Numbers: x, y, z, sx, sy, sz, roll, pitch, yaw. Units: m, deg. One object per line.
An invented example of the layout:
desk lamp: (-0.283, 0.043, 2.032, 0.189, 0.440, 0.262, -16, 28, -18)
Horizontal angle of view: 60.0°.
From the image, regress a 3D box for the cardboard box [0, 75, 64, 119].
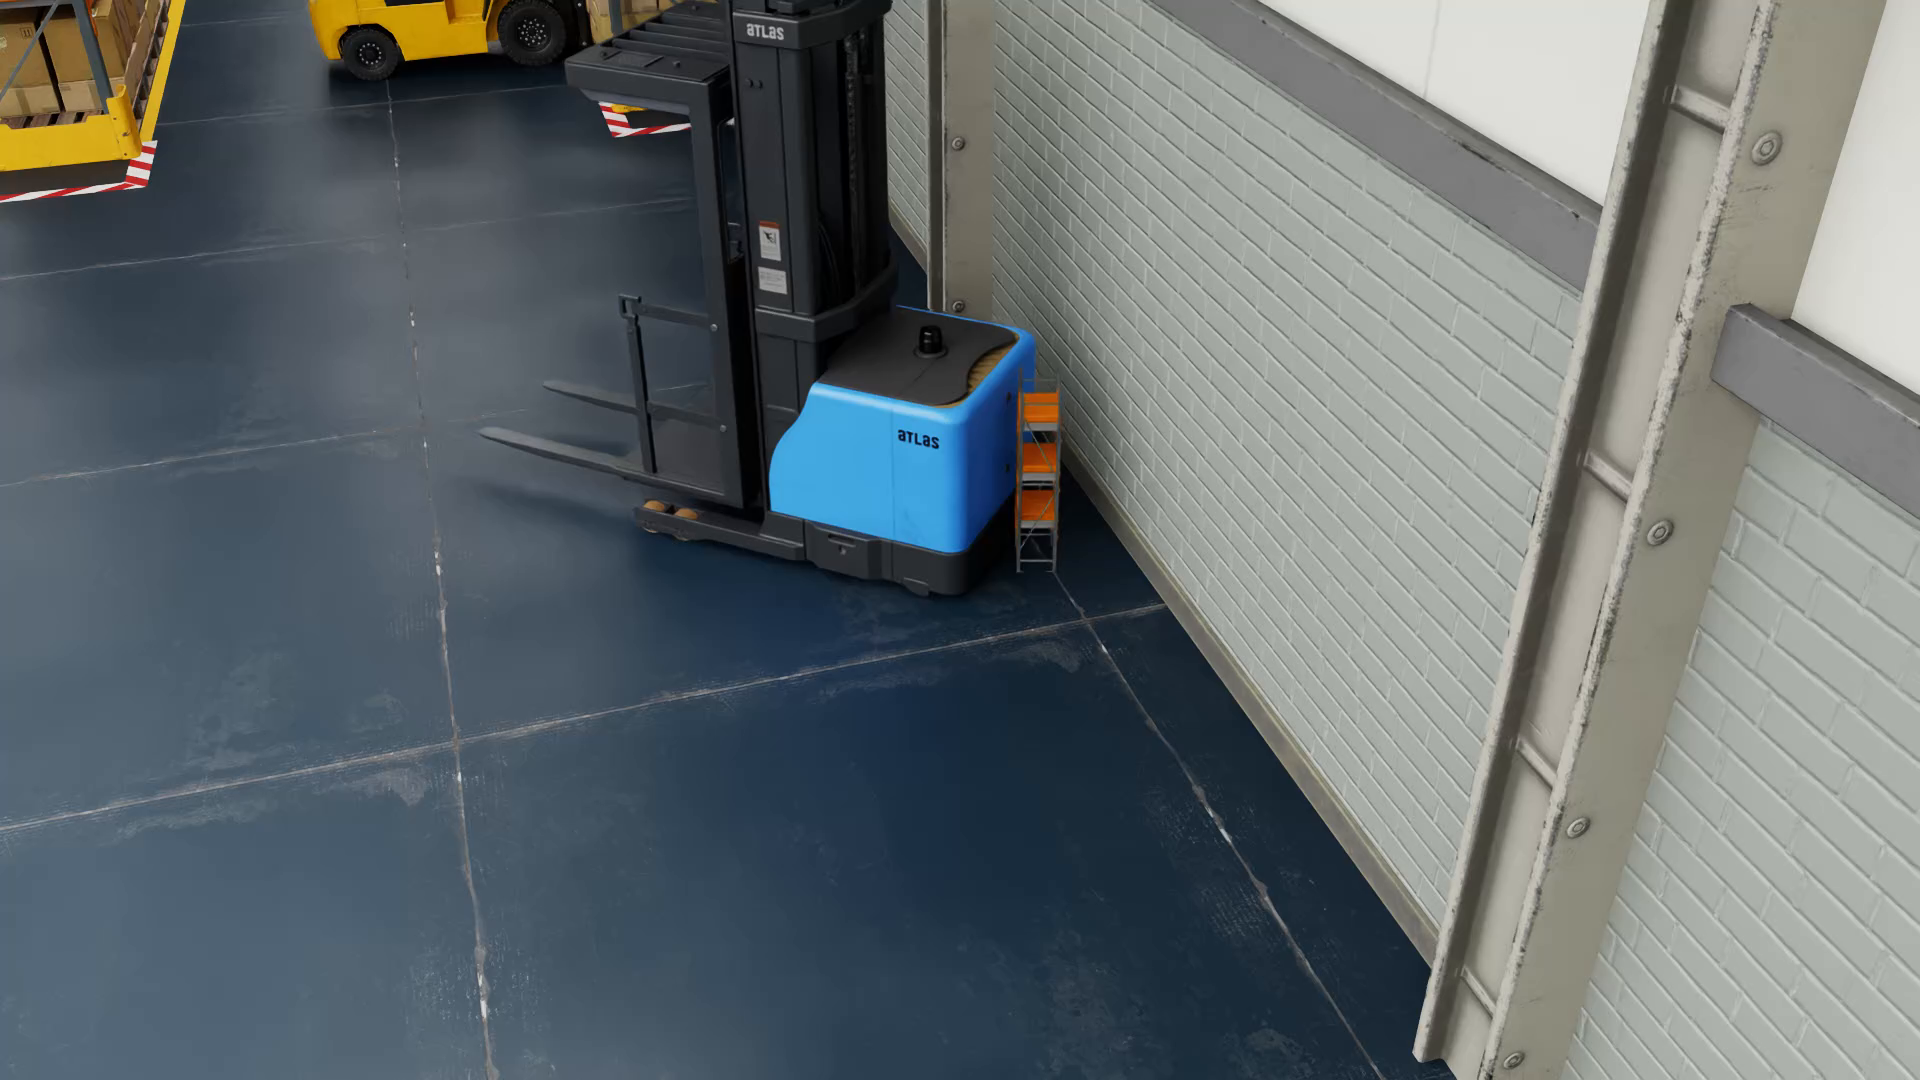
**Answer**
cardboard box: (-7.714, -3.705, 13.749, 0.500, 0.250, 0.500, -10, 35, -15)

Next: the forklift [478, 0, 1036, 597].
forklift: (-1.166, -1.470, 8.316, 3.031, 2.935, 1.130, 14, 36, 19)

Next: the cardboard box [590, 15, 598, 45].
cardboard box: (-3.065, -4.606, 15.113, 0.500, 0.250, 0.500, -10, 35, -15)

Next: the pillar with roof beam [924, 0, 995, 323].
pillar with roof beam: (-4.101, -4.268, 7.046, 9.100, 9.000, 0.400, -10, 35, -15)

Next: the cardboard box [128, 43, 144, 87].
cardboard box: (-7.335, -4.052, 14.275, 0.500, 0.250, 0.500, -9, 34, -13)

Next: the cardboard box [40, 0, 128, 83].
cardboard box: (-7.194, -4.108, 13.680, 0.500, 0.500, 0.500, -11, 35, -16)

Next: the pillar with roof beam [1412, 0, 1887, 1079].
pillar with roof beam: (-2.271, -1.118, 2.279, 9.100, 9.000, 0.400, -10, 35, -15)

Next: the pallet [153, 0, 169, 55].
pallet: (-8.185, -4.875, 15.936, 1.003, 0.211, 1.213, -10, 35, -15)

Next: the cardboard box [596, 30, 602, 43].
cardboard box: (-2.922, -4.343, 14.715, 0.500, 0.250, 0.500, -10, 35, -14)

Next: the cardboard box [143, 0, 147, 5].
cardboard box: (-7.831, -5.194, 15.322, 0.500, 0.500, 0.500, -9, 35, -14)

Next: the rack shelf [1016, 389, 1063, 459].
rack shelf: (0.388, -0.568, 8.162, 0.215, 0.259, 0.240, 0, 33, 0)

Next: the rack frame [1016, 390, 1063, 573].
rack frame: (0.389, -0.273, 8.210, 0.200, 1.050, 0.008, 0, 33, 0)

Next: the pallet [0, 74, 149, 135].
pallet: (-7.441, -3.594, 13.998, 1.003, 0.211, 1.213, -10, 35, -15)

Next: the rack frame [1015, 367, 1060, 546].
rack frame: (0.388, -0.407, 8.414, 0.200, 1.050, 0.008, 0, 33, 0)

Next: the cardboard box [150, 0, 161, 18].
cardboard box: (-7.988, -5.148, 15.933, 0.500, 0.250, 0.500, -8, 34, -13)

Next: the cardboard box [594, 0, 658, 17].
cardboard box: (-2.915, -4.756, 14.433, 0.500, 0.250, 0.500, -9, 34, -13)

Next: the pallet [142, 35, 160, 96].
pallet: (-7.810, -4.234, 14.965, 1.003, 0.211, 1.213, -10, 35, -15)

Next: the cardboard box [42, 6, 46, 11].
cardboard box: (-7.859, -4.276, 13.934, 0.500, 0.500, 0.500, -9, 34, -13)

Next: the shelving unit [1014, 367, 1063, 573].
shelving unit: (0.388, -0.340, 8.312, 0.215, 1.050, 0.252, 0, 33, 0)

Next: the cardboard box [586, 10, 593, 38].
cardboard box: (-3.209, -4.870, 15.513, 0.500, 0.250, 0.500, -10, 35, -14)

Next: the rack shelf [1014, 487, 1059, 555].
rack shelf: (0.388, -0.099, 8.471, 0.215, 0.259, 0.240, 0, 33, 0)

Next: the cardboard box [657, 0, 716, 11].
cardboard box: (-2.444, -4.851, 14.577, 0.500, 0.250, 0.500, -11, 35, -15)

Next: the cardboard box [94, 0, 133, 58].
cardboard box: (-7.358, -4.382, 14.094, 0.500, 0.500, 0.500, -11, 35, -17)

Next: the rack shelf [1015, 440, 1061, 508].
rack shelf: (0.388, -0.331, 8.318, 0.215, 0.259, 0.240, 0, 33, 0)

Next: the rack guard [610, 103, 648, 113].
rack guard: (-2.470, -4.066, 14.450, 1.175, 0.500, 0.348, -10, 35, -15)

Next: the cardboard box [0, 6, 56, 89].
cardboard box: (-7.696, -4.003, 13.520, 0.500, 0.500, 0.500, -10, 35, -14)

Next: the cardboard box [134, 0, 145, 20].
cardboard box: (-7.674, -4.926, 14.917, 0.500, 0.500, 0.500, -8, 34, -12)

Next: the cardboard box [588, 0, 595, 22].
cardboard box: (-3.067, -4.827, 14.993, 0.500, 0.250, 0.500, -10, 35, -15)

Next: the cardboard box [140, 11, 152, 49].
cardboard box: (-7.665, -4.602, 15.107, 0.500, 0.250, 0.500, -9, 35, -14)

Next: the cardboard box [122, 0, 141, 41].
cardboard box: (-7.503, -4.647, 14.495, 0.500, 0.500, 0.500, -9, 35, -14)

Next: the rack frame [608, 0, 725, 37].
rack frame: (-2.478, -5.122, 13.780, 1.000, 3.000, 0.127, -10, 35, -15)

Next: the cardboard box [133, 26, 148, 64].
cardboard box: (-7.513, -4.337, 14.705, 0.500, 0.250, 0.500, -8, 34, -12)

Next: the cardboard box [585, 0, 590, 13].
cardboard box: (-3.244, -5.094, 15.398, 0.500, 0.250, 0.500, -11, 35, -16)

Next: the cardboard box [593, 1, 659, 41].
cardboard box: (-2.924, -4.561, 14.592, 0.500, 0.250, 0.500, -10, 35, -15)

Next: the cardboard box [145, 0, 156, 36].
cardboard box: (-7.816, -4.870, 15.513, 0.500, 0.250, 0.500, -11, 35, -16)

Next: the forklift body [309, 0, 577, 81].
forklift body: (-4.794, -5.457, 15.057, 2.313, 2.155, 1.214, -10, 35, -15)

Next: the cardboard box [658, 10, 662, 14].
cardboard box: (-2.423, -4.640, 14.711, 0.500, 0.250, 0.500, -9, 35, -14)

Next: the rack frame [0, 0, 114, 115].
rack frame: (-7.204, -4.285, 12.514, 1.000, 3.000, 0.127, -10, 35, -15)

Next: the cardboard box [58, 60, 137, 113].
cardboard box: (-7.186, -3.783, 13.868, 0.500, 0.250, 0.500, -10, 35, -15)

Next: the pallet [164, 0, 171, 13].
pallet: (-8.663, -5.630, 17.079, 1.003, 0.211, 1.213, -10, 35, -15)

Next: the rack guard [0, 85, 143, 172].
rack guard: (-7.227, -3.282, 13.264, 1.175, 0.500, 0.348, -10, 35, -15)

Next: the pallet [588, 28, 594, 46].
pallet: (-3.119, -4.992, 16.114, 1.003, 0.211, 1.213, -10, 35, -15)

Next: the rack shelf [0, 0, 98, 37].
rack shelf: (-7.814, -5.035, 14.302, 1.077, 0.370, 4.000, -10, 35, -15)
